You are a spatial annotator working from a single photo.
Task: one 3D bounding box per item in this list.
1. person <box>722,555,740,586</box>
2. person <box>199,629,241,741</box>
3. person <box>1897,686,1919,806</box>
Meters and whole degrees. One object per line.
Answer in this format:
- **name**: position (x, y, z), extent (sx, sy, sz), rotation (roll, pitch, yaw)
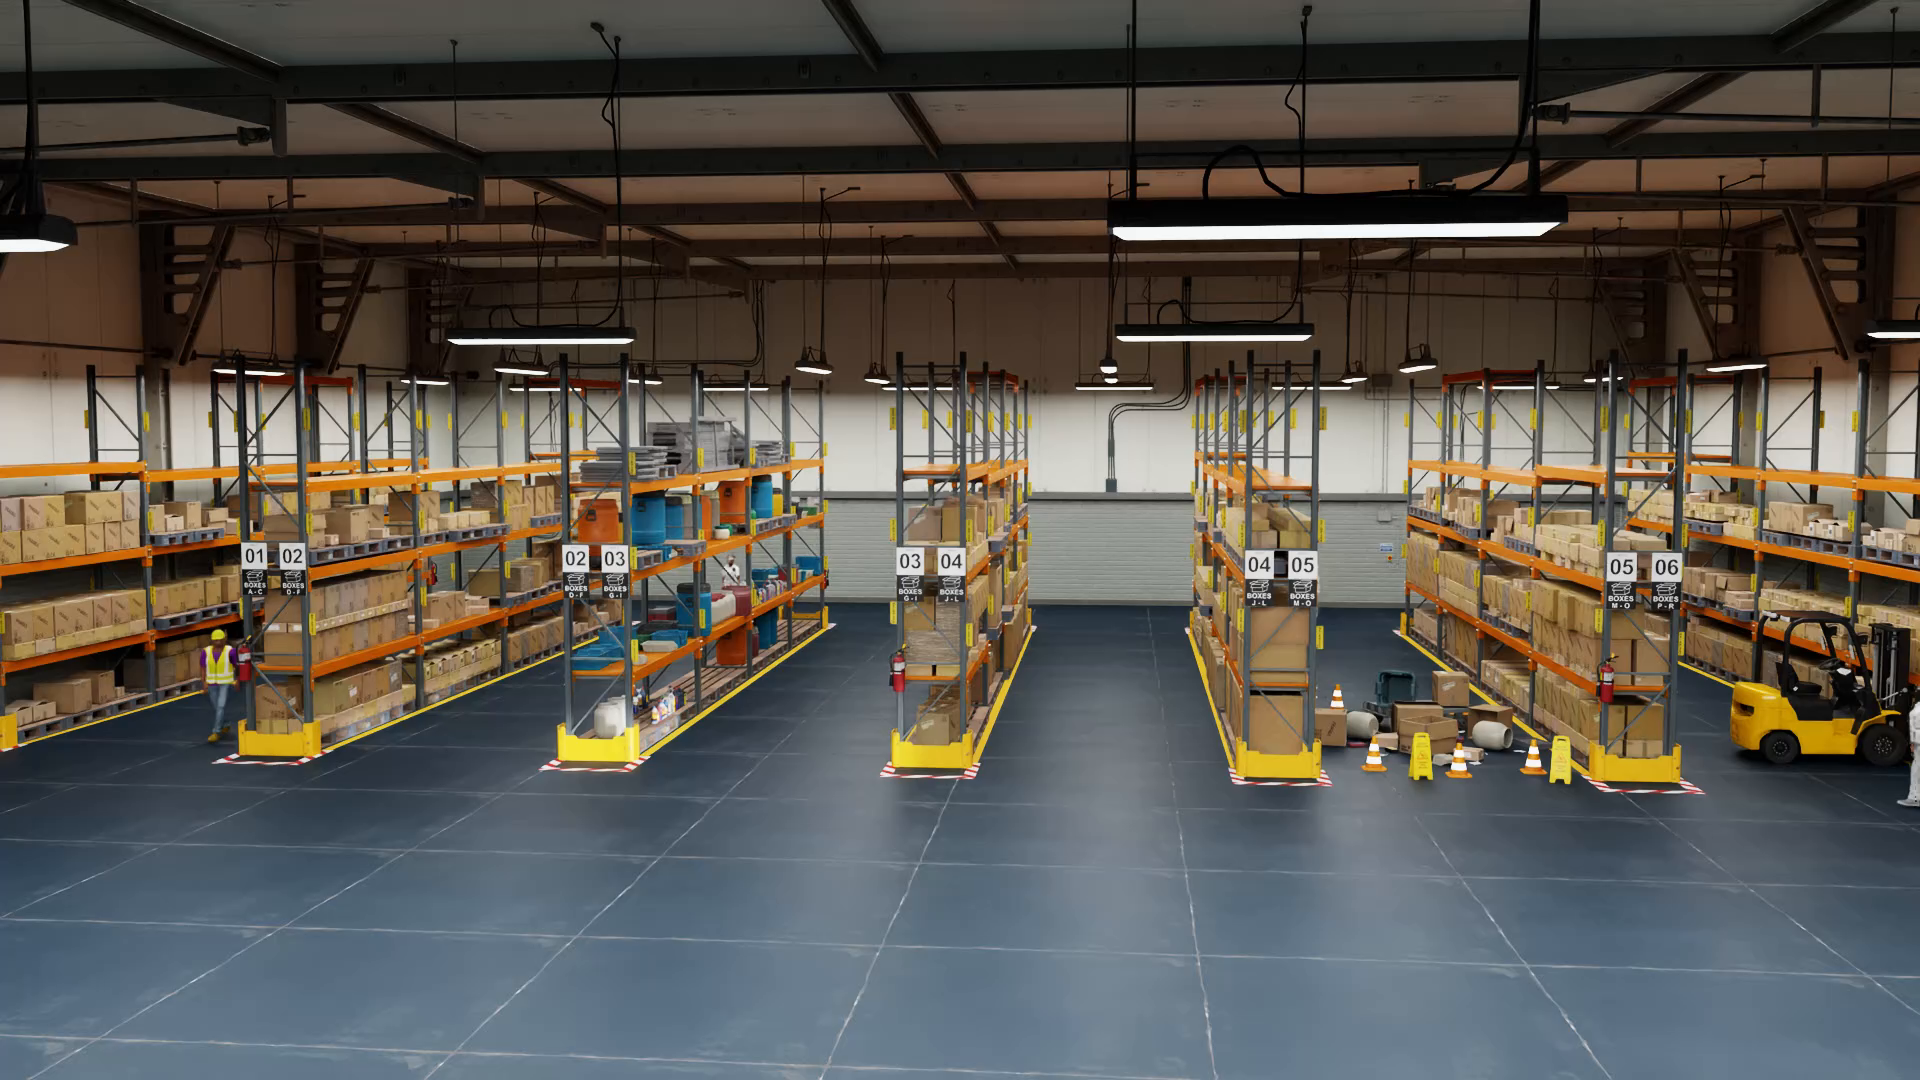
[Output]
- **person**: position (-5.795, 1.179, 42.104), extent (0.505, 1.625, 1.033), rotation (0, 4, 3)
- **person**: position (-11.726, 2.264, 26.273), extent (0.562, 1.708, 0.974), rotation (0, 4, -5)
- **person**: position (12.639, 2.642, 21.643), extent (0.921, 1.621, 0.478), rotation (0, 4, -3)
